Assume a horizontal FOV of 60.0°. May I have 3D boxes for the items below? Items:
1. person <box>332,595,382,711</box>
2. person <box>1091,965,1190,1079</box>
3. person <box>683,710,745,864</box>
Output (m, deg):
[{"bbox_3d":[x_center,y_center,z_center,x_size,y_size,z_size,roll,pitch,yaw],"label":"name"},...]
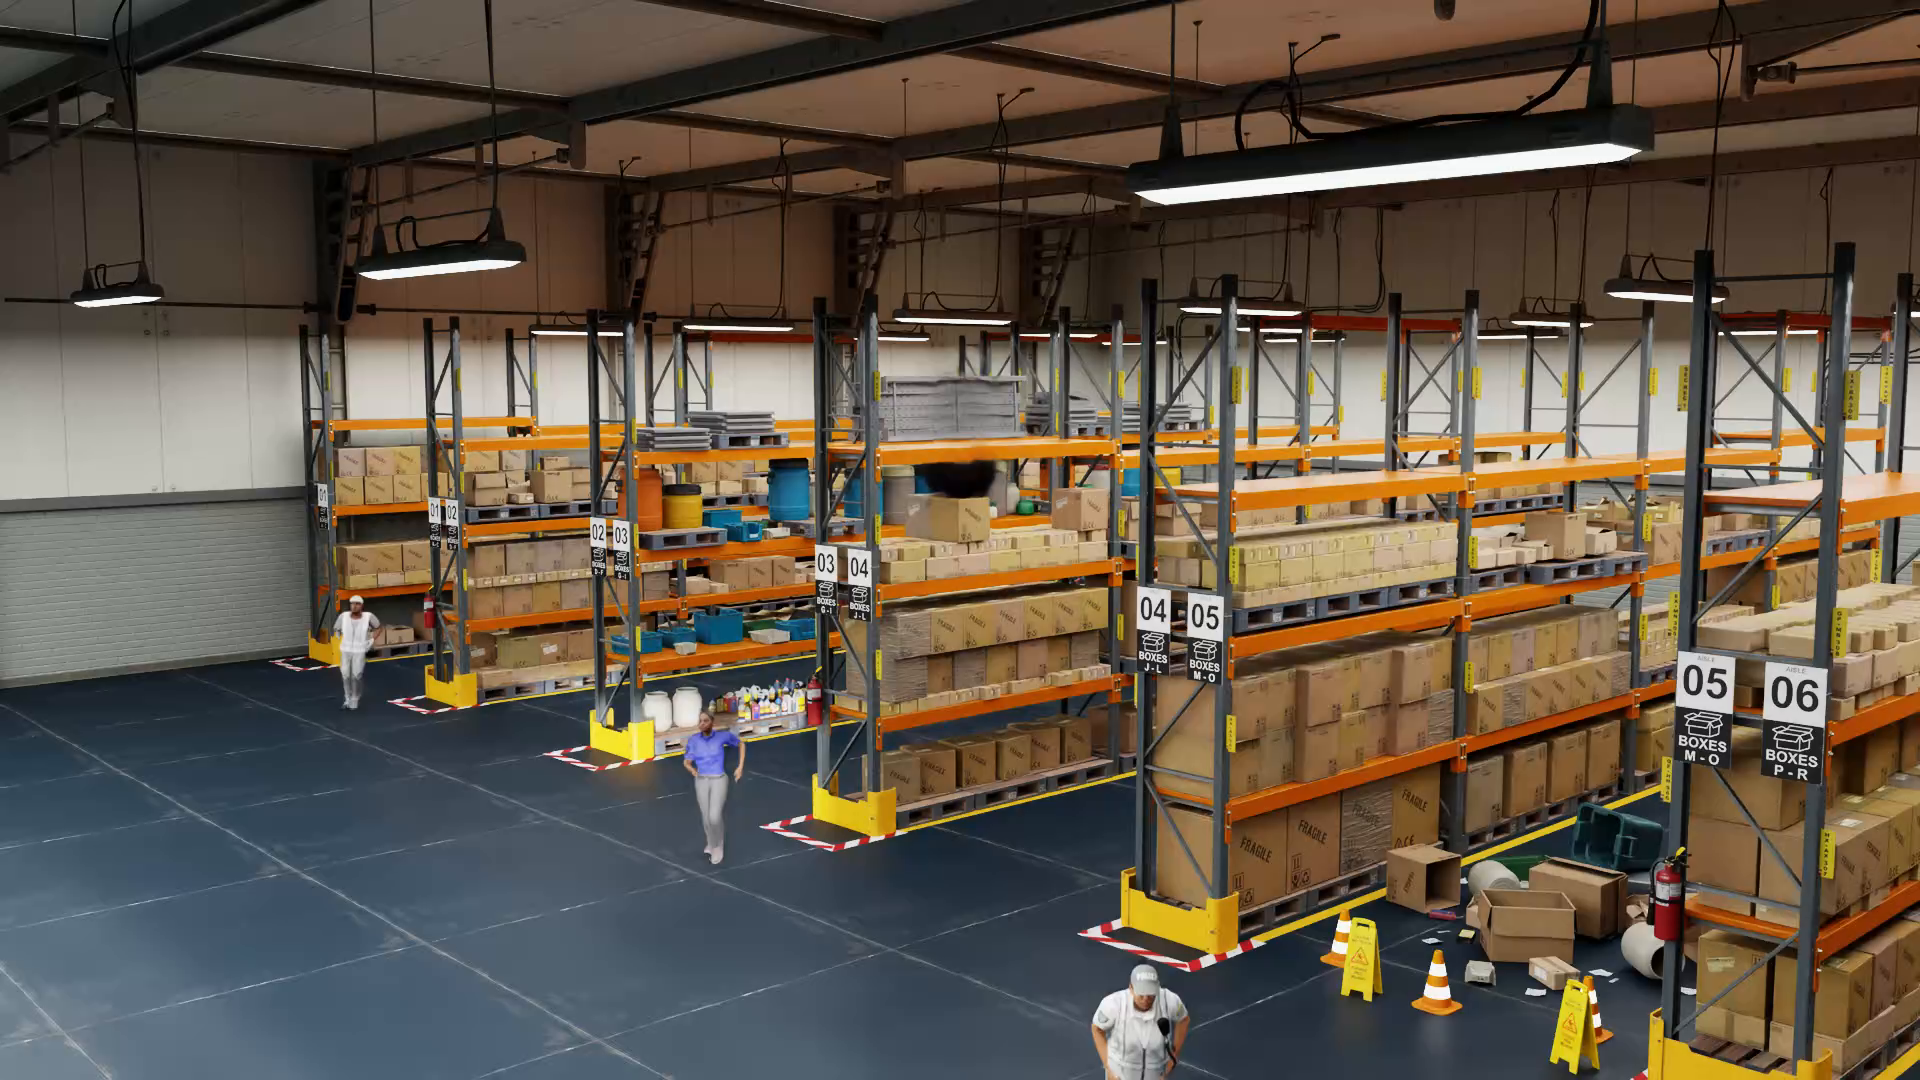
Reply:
[{"bbox_3d":[-9.230,1.736,25.400,0.681,1.792,0.693,0,6,-4],"label":"person"},{"bbox_3d":[1.118,3.350,10.443,0.615,1.625,0.964,-1,6,-5],"label":"person"},{"bbox_3d":[-2.589,2.587,17.462,0.588,1.619,0.841,1,6,9],"label":"person"}]
